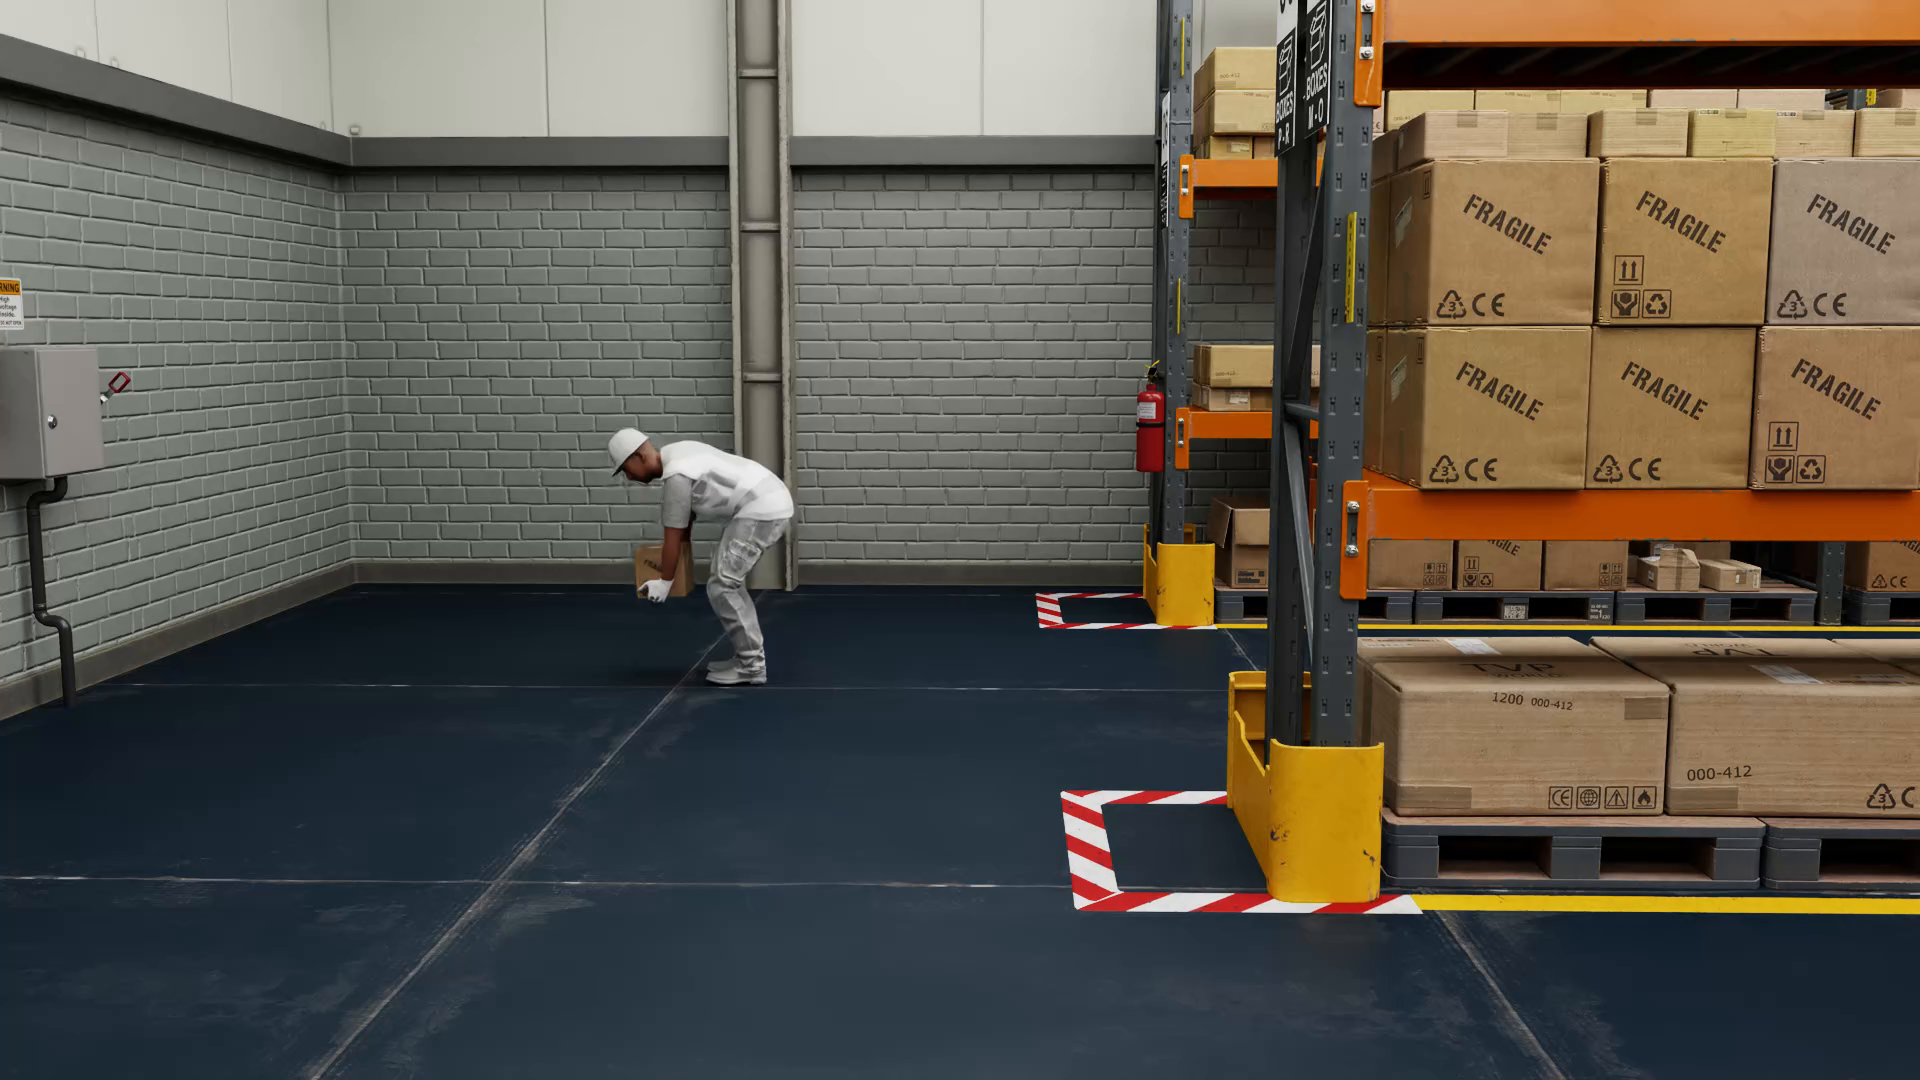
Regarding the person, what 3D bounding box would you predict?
[{"bbox_3d":[-1.319,0.076,8.533,0.938,1.294,0.500,0,7,-1],"label":"person"}]
